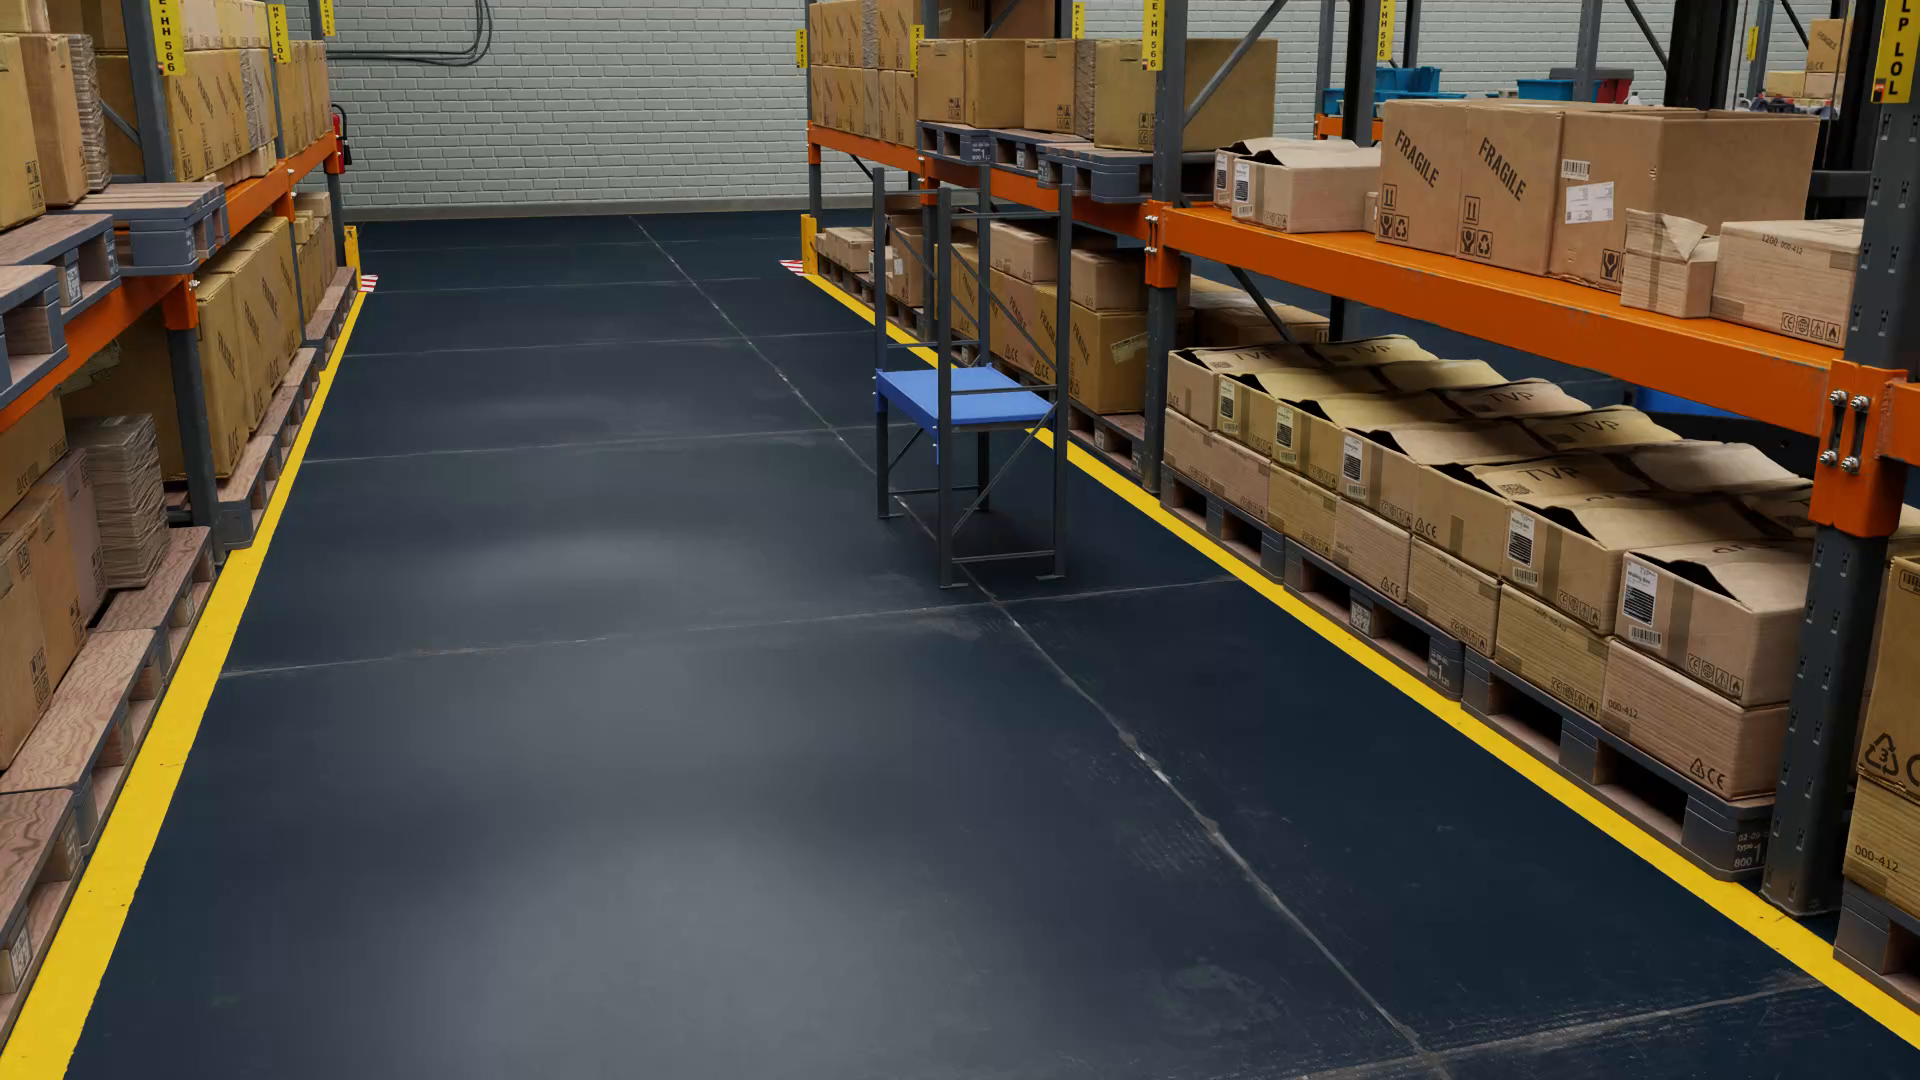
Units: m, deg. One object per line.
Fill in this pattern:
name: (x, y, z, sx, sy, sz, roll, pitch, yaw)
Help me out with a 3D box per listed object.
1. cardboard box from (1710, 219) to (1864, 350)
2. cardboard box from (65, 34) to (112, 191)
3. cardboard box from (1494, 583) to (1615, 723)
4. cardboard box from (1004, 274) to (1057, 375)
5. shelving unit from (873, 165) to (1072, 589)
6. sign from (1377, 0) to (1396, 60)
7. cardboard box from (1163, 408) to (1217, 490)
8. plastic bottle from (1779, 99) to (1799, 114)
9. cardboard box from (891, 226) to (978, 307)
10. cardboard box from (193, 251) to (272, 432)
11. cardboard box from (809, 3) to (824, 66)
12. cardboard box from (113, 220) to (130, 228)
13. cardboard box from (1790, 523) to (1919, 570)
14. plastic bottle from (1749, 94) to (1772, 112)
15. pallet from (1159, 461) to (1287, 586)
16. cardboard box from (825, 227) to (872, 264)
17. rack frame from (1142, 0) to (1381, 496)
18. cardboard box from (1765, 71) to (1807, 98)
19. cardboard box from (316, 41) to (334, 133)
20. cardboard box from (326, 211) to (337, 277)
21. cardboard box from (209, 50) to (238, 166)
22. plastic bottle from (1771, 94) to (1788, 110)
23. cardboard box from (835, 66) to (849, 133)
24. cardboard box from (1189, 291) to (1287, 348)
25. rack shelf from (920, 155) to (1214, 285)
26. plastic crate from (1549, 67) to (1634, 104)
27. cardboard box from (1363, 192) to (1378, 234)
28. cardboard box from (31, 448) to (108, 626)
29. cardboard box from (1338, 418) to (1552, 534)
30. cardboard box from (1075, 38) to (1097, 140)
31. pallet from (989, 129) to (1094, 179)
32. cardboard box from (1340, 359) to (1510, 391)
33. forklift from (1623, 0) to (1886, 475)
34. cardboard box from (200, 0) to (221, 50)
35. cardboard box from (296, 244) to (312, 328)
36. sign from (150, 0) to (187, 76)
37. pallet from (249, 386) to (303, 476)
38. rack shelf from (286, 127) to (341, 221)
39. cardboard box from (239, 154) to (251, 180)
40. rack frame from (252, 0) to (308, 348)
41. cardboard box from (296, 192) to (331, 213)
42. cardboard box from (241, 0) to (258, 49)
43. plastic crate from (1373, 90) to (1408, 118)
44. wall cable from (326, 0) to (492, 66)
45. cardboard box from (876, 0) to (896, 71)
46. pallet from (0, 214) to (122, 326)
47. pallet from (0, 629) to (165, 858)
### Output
cardboard box: (2.267, -0.650, 4.162, 0.500, 0.250, 0.500, -4, 17, -12)
cardboard box: (-3.278, -1.432, 5.567, 0.700, 0.500, 0.500, -7, 18, -22)
cardboard box: (1.914, 0.295, 4.806, 0.500, 0.250, 0.500, -5, 17, -16)
cardboard box: (0.570, -1.237, 9.436, 0.500, 0.500, 0.500, -5, 18, -17)
shelving unit: (0.023, -0.695, 6.658, 0.538, 1.500, 1.048, -5, 17, -15)
sign: (1.878, -2.295, 7.365, 0.100, 0.325, 0.005, -5, 17, -15)
cardboard box: (1.207, -0.412, 7.158, 0.500, 0.250, 0.500, -5, 17, -15)
plastic bottle: (5.182, -2.592, 10.453, 0.144, 0.351, 0.185, -5, 17, -15)
cardboard box: (-0.184, -1.951, 11.812, 0.500, 0.500, 0.500, -5, 17, -15)
cardboard box: (-3.727, -0.931, 7.844, 0.750, 0.750, 0.750, -5, 17, -16)
cardboard box: (-0.985, -4.291, 14.113, 0.500, 0.500, 0.500, -4, 17, -14)
cardboard box: (-3.285, -1.301, 6.472, 0.380, 0.149, 0.250, -5, 17, -16)
cardboard box: (2.570, 0.124, 4.399, 0.500, 0.311, 0.500, -5, 17, -15)
plastic bottle: (5.489, -2.878, 11.404, 0.144, 0.351, 0.185, -5, 17, -15)
pallet: (1.534, -0.129, 7.015, 1.003, 0.211, 1.213, -5, 17, -15)
cardboard box: (-0.839, -2.491, 14.045, 0.500, 0.250, 0.500, -5, 17, -15)
rack frame: (1.345, -1.695, 7.382, 1.000, 3.000, 0.127, -5, 17, -15)
cardboard box: (8.545, -4.607, 16.819, 0.500, 0.250, 0.500, -5, 17, -17)
cardboard box: (-5.466, -3.519, 12.932, 0.980, 0.700, 0.700, -4, 17, -13)
cardboard box: (-5.327, -2.334, 13.123, 0.700, 0.500, 0.500, -5, 17, -15)
cardboard box: (-3.575, -1.940, 7.471, 0.500, 0.500, 0.500, -5, 17, -16)
plastic bottle: (5.627, -2.889, 11.442, 0.144, 0.351, 0.185, -5, 17, -15)
cardboard box: (-0.703, -3.531, 13.320, 0.500, 0.500, 0.500, -5, 17, -15)
cardboard box: (1.345, -1.002, 8.653, 0.500, 0.500, 0.500, -5, 18, -17)
rack shelf: (0.795, -1.904, 9.327, 1.077, 0.370, 4.000, -5, 17, -15)
plastic crate: (5.005, -3.519, 13.236, 0.402, 0.464, 0.583, -5, 17, -15)
cardboard box: (1.750, -1.227, 6.259, 0.380, 0.149, 0.250, -3, 17, -11)
cardboard box: (-3.139, 0.030, 5.217, 0.700, 0.500, 0.500, -5, 17, -15)
cardboard box: (1.639, -0.252, 5.652, 0.500, 0.311, 0.500, -5, 17, -16)
cardboard box: (0.996, -2.378, 8.750, 0.700, 0.500, 0.500, -1, 17, -5)
pallet: (0.806, -2.141, 9.199, 1.003, 0.211, 1.213, -5, 17, -15)
cardboard box: (1.875, -0.580, 6.742, 0.500, 0.311, 0.500, -5, 17, -16)
forklift: (4.256, -2.068, 8.743, 1.130, 2.935, 3.031, 7, 18, 21)
cardboard box: (-3.583, -2.294, 7.347, 0.500, 0.250, 0.500, -5, 17, -15)
cardboard box: (-4.623, -1.628, 10.773, 0.700, 0.500, 0.500, -4, 17, -15)
sign: (-2.898, -1.865, 6.071, 0.100, 0.325, 0.005, -5, 17, -15)
pallet: (-3.893, -0.528, 8.343, 1.003, 0.211, 1.213, -5, 17, -15)
rack shelf: (-5.066, -2.618, 11.704, 1.077, 0.370, 4.000, -5, 17, -15)
cardboard box: (-3.899, -1.943, 8.608, 0.380, 0.149, 0.250, -5, 17, -15)
rack frame: (-4.516, -2.409, 9.758, 1.000, 3.000, 0.127, -5, 17, -15)
cardboard box: (-5.116, -2.623, 12.959, 0.380, 0.149, 0.250, -5, 17, -16)
cardboard box: (-4.011, -2.717, 8.754, 0.500, 0.250, 0.500, -4, 17, -14)
plastic crate: (3.842, -3.971, 15.144, 0.416, 0.233, 0.300, -5, 17, -15)
wall cable: (-6.826, -6.494, 18.328, 3.097, 2.526, 0.112, -5, 17, -15)
cardboard box: (-0.286, -3.589, 11.776, 0.500, 0.500, 0.500, -5, 17, -16)
pallet: (-2.834, -0.667, 4.290, 1.003, 0.211, 1.213, -5, 17, -15)
pallet: (-2.872, 0.586, 4.635, 1.003, 0.211, 1.213, -5, 17, -15)
